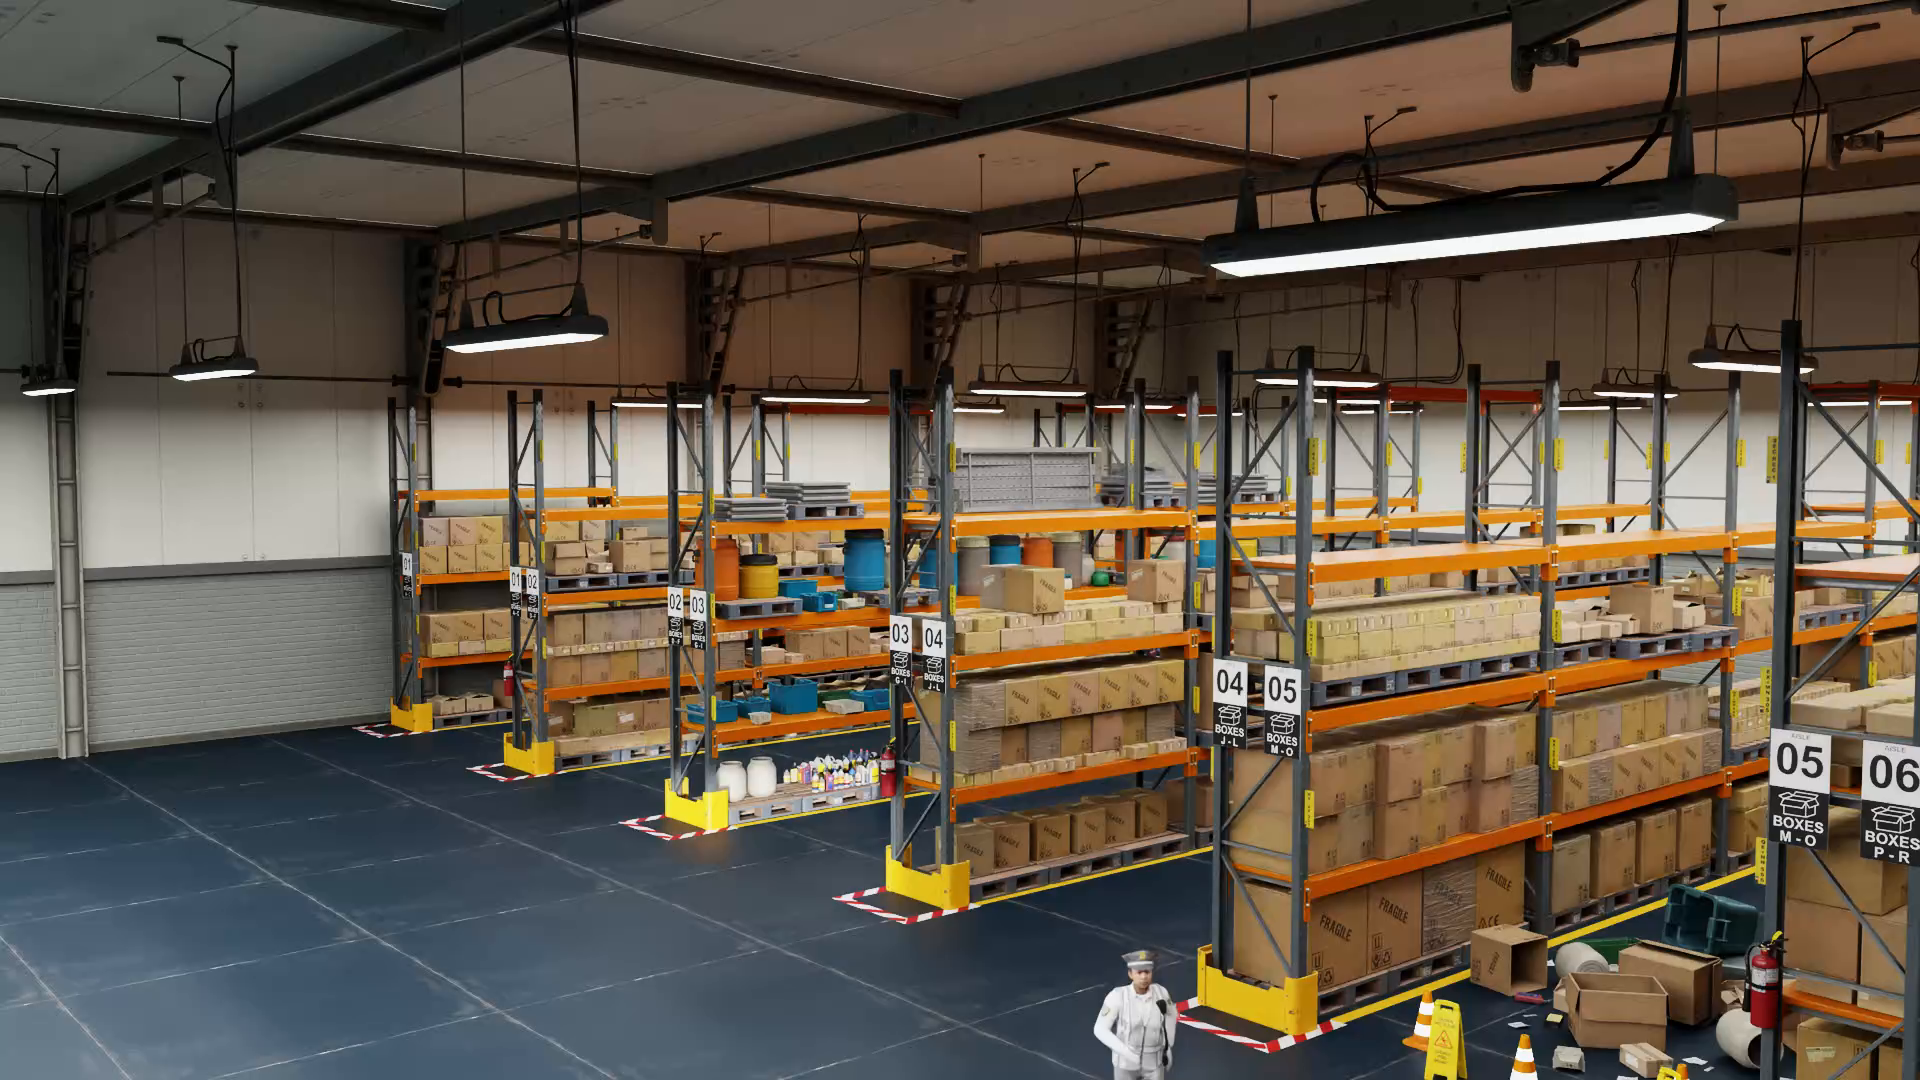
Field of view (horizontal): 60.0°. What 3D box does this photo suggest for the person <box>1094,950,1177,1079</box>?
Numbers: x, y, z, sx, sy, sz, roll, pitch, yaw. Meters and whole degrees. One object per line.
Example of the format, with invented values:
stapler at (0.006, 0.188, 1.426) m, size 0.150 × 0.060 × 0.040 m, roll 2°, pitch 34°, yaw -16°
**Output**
person at (1.224, 3.644, 11.493) m, size 0.611 × 1.710 × 0.866 m, roll 0°, pitch 3°, yaw -2°
